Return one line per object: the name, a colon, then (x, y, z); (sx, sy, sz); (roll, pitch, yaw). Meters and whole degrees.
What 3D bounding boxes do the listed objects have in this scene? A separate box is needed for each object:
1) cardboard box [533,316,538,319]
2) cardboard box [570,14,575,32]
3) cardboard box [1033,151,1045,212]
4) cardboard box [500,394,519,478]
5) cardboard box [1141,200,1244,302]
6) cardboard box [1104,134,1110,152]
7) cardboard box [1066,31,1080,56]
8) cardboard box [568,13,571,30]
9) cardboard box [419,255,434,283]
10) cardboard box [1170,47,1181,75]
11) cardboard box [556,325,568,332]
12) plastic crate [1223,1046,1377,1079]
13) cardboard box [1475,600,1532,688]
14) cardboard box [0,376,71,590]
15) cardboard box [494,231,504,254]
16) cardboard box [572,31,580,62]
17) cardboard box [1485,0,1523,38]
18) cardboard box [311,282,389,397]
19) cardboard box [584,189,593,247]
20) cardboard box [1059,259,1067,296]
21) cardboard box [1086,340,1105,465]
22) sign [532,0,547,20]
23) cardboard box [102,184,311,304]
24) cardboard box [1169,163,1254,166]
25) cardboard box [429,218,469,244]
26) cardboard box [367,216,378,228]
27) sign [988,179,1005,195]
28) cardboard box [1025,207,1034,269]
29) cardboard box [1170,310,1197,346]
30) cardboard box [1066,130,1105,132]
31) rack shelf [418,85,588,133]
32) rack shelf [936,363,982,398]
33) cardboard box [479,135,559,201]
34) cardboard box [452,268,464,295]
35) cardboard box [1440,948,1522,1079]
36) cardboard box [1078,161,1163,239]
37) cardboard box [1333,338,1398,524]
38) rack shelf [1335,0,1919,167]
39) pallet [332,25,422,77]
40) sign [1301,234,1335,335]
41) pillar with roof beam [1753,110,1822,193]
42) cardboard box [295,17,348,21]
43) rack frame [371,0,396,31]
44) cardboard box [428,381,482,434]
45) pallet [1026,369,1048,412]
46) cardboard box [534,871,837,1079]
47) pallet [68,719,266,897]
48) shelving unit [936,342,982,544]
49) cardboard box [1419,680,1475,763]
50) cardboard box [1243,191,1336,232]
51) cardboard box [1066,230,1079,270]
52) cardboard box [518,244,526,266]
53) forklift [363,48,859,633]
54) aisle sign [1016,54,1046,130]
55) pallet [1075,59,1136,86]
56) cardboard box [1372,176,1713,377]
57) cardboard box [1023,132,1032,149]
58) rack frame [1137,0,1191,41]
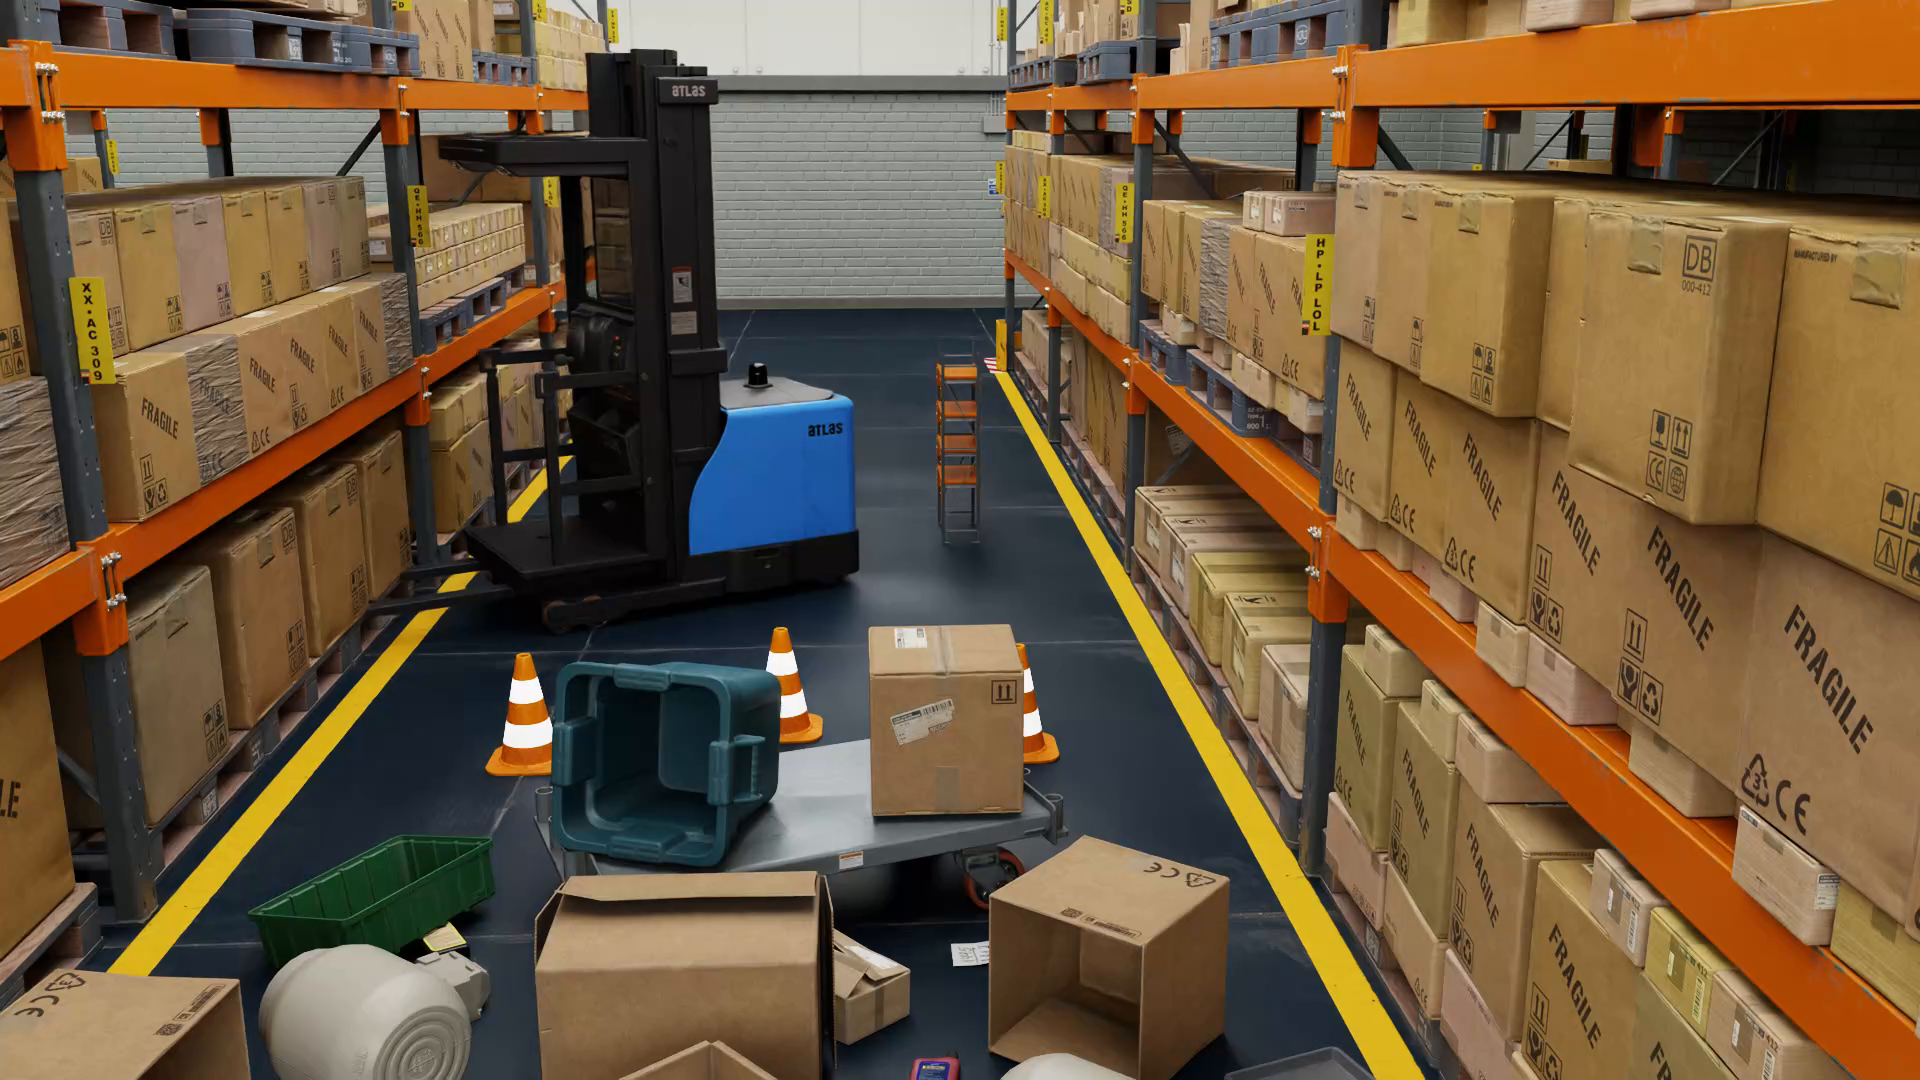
cardboard box: (-4.265, -2.134, 16.486); (0.380, 0.149, 0.250); (-2, 15, -6)
cardboard box: (-3.571, -4.513, 14.524); (0.380, 0.149, 0.250); (-1, 14, -5)
cardboard box: (0.895, -3.038, 14.105); (0.500, 0.500, 0.500); (-1, 14, -4)
cardboard box: (-3.355, -0.721, 11.484); (0.500, 0.500, 0.500); (-1, 14, -5)
cardboard box: (1.268, -1.551, 8.895); (0.500, 0.500, 0.500); (-1, 14, -5)
cardboard box: (1.373, -3.321, 13.906); (0.380, 0.149, 0.250); (-1, 14, -4)
cardboard box: (0.953, -3.488, 11.671); (0.380, 0.166, 0.250); (-2, 15, -7)
cardboard box: (-3.550, -4.448, 14.272); (0.380, 0.149, 0.250); (-1, 14, -5)
cardboard box: (-3.311, -1.586, 9.734); (0.380, 0.149, 0.250); (0, 14, -1)
cardboard box: (1.321, -2.521, 8.789); (0.380, 0.149, 0.250); (-1, 14, -3)
cardboard box: (-3.619, -1.951, 15.773); (0.380, 0.149, 0.250); (-1, 15, -6)
plastic crate: (0.998, 1.541, 4.376); (0.402, 0.080, 0.583); (-6, 16, -23)
cardboard box: (1.488, 0.247, 4.050); (0.380, 0.149, 0.250); (-1, 14, -3)
cardboard box: (-3.180, -0.156, 4.810); (0.875, 0.550, 0.550); (-1, 14, -3)
cardboard box: (-3.438, -2.099, 11.728); (0.380, 0.149, 0.250); (-1, 14, -5)
cardboard box: (-3.595, -4.290, 14.458); (0.500, 0.250, 0.500); (-2, 15, -6)
cardboard box: (1.555, -1.337, 4.187); (0.380, 0.149, 0.250); (0, 14, -2)
cardboard box: (-3.138, -0.986, 8.137); (0.500, 0.500, 0.500); (-1, 14, -3)
cardboard box: (-3.586, -2.865, 14.845); (0.500, 0.500, 0.500); (0, 14, -1)
cardboard box: (1.021, -1.951, 12.389); (0.500, 0.250, 0.500); (-1, 14, -5)
cardboard box: (1.405, -1.062, 12.057); (0.875, 0.875, 0.875); (0, 14, -2)
sign: (-3.157, -4.067, 12.467); (0.100, 0.325, 0.005); (-1, 14, -3)
cardboard box: (-3.378, -1.337, 7.495); (0.700, 0.500, 0.500); (-1, 14, -4)
cardboard box: (1.628, -2.182, 10.780); (0.500, 0.500, 0.500); (0, 14, -2)
cardboard box: (-3.381, -1.984, 10.684); (0.380, 0.149, 0.250); (0, 14, -2)
cardboard box: (-4.044, -2.040, 10.904); (0.380, 0.149, 0.250); (0, 14, -2)
sign: (0.551, -4.808, 22.650); (0.327, 0.218, 0.001); (-1, 14, -3)
cardboard box: (0.856, -2.678, 14.715); (0.500, 0.500, 0.500); (-1, 14, -4)
cardboard box: (1.257, -1.060, 8.290); (0.380, 0.149, 0.250); (-1, 14, -3)
cardboard box: (1.237, -3.958, 16.382); (0.380, 0.149, 0.250); (-1, 14, -2)
rack shelf: (-3.835, -3.766, 14.566); (1.077, 0.370, 4.000); (-1, 14, -3)
rack shelf: (-0.010, -1.003, 10.439); (0.258, 0.148, 0.480); (-1, 14, -3)
cardboard box: (-3.496, -2.957, 13.194); (0.500, 0.500, 0.500); (-1, 14, -2)
cardboard box: (-3.360, -1.632, 10.513); (0.380, 0.149, 0.250); (0, 14, -2)
cardboard box: (1.566, 1.268, 4.255); (0.500, 0.250, 0.500); (-1, 14, -4)
cardboard box: (1.090, -2.305, 11.258); (0.500, 0.500, 0.500); (-1, 14, -4)
cardboard box: (1.468, -0.355, 5.088); (0.500, 0.500, 0.500); (-1, 14, -4)
rack shelf: (1.843, -0.883, 3.362); (1.077, 0.370, 4.000); (-1, 14, -3)
pallet: (-3.370, -2.371, 8.082); (1.213, 0.211, 1.003); (0, 14, -1)
sign: (1.165, -0.827, 5.398); (0.100, 0.325, 0.005); (-1, 14, -3)
pillar with roof beam: (2.737, -5.369, 13.335); (9.100, 9.000, 0.400); (-1, 14, -3)
cardboard box: (-3.206, -2.615, 8.076); (0.380, 0.166, 0.250); (-1, 14, -3)
rack frame: (-3.463, -4.075, 8.303); (1.000, 3.000, 0.127); (-1, 14, -3)
cardboard box: (-3.296, -0.827, 10.388); (0.500, 0.250, 0.500); (-1, 14, -4)
pallet: (1.176, -1.410, 15.581); (1.003, 0.211, 1.213); (-1, 14, -3)
cardboard box: (-0.735, 1.232, 4.456); (0.797, 0.637, 0.503); (-1, 14, -3)
pallet: (-3.338, 0.985, 6.273); (1.003, 0.211, 1.213); (-1, 14, -3)
shelving unit: (-0.010, -0.622, 10.537); (0.258, 1.200, 0.503); (-1, 14, -3)
cardboard box: (1.468, 0.486, 4.488); (0.380, 0.149, 0.250); (0, 14, -1)
cardboard box: (1.369, -1.336, 6.758); (0.380, 0.149, 0.250); (-2, 15, -6)
cardboard box: (1.034, -2.066, 11.835); (0.500, 0.250, 0.500); (-1, 14, -3)
cardboard box: (-3.489, -2.150, 12.524); (0.380, 0.149, 0.250); (-1, 14, -5)
forklift: (-2.106, -1.084, 8.858); (3.031, 2.935, 1.130); (-9, 17, -30)
aisle sign: (0.682, -4.533, 16.907); (0.394, 0.787, 0.004); (-1, 14, -3)
pallet: (1.329, -3.398, 12.079); (0.805, 0.209, 1.217); (-1, 15, -6)
cardboard box: (1.540, -0.713, 4.472); (0.700, 0.500, 0.500); (-1, 14, -3)
cardboard box: (0.775, -3.628, 15.099); (0.380, 0.149, 0.250); (-1, 14, -5)
rack frame: (1.471, -4.176, 8.698); (1.000, 3.000, 0.127); (-1, 14, -3)
